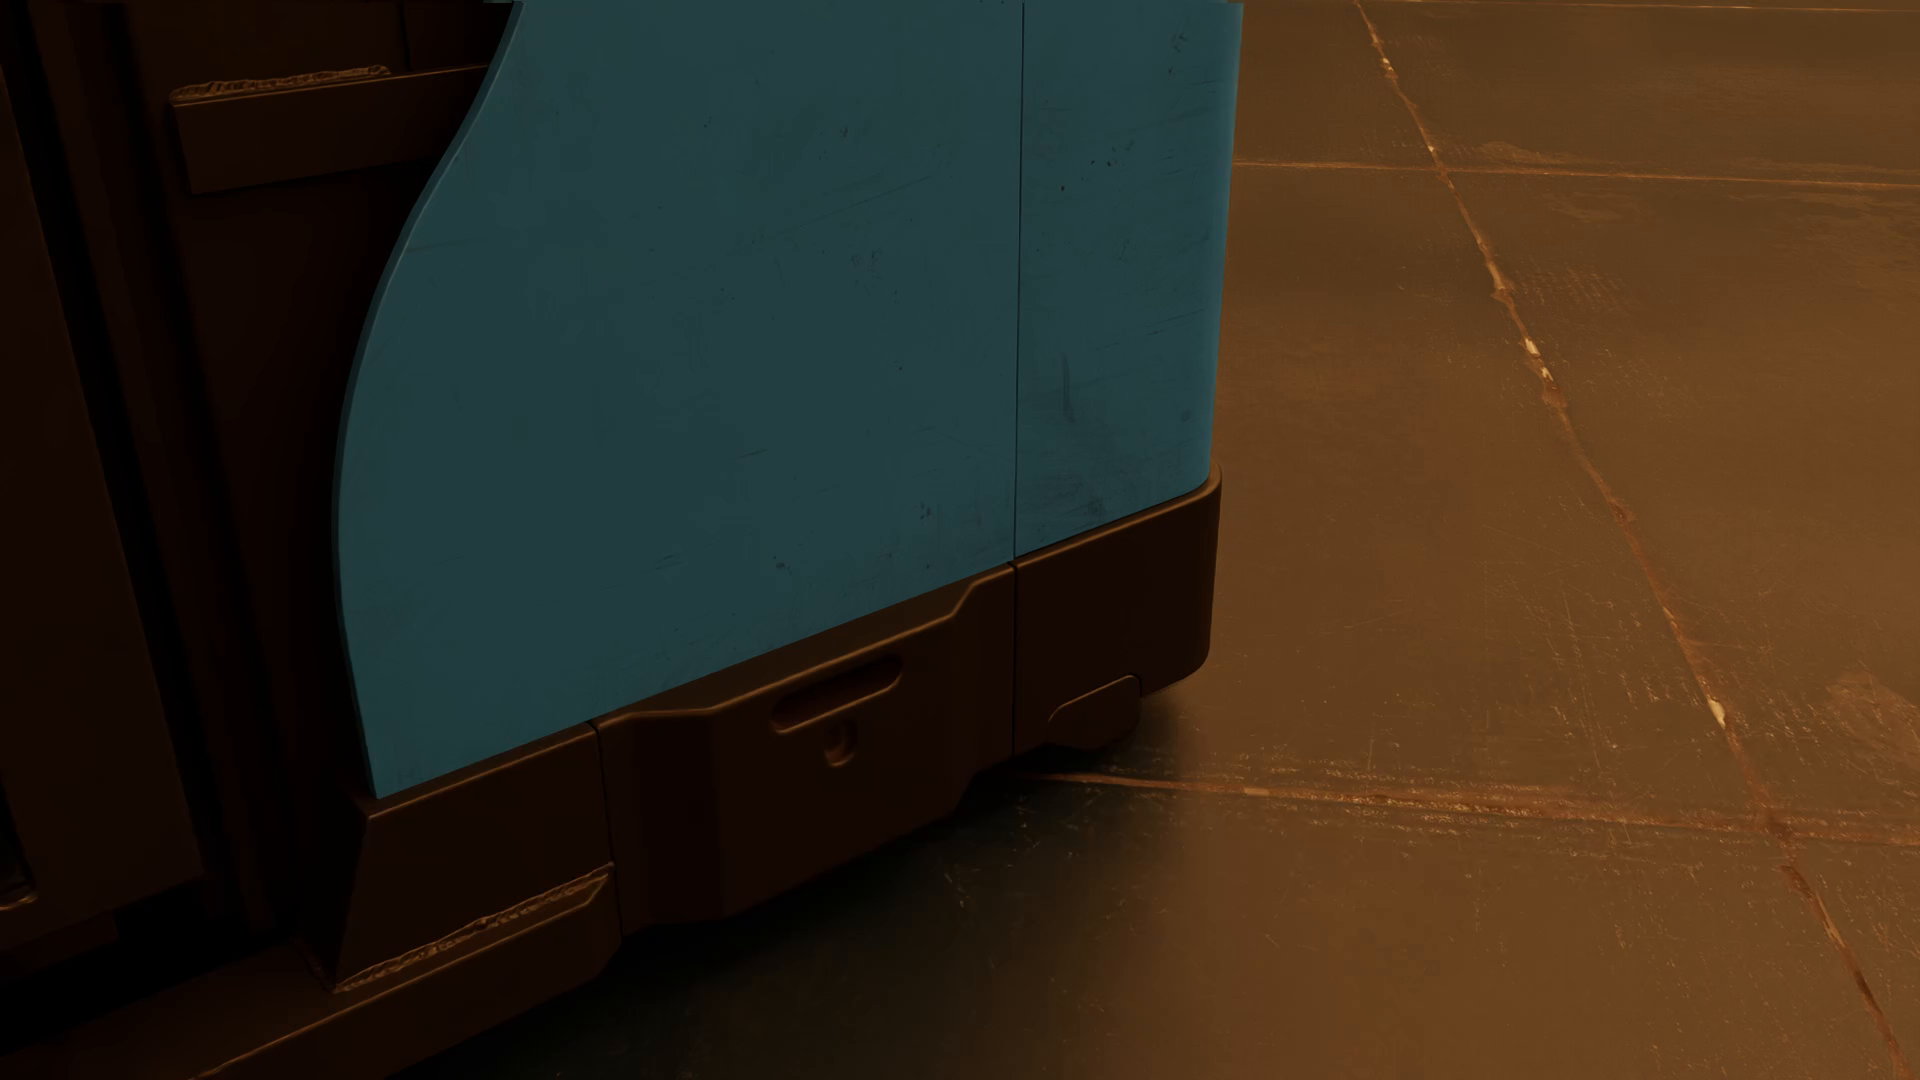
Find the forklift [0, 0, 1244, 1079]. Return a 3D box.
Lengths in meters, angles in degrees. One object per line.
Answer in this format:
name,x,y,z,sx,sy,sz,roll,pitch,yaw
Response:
forklift,-1.155,-0.868,0.957,3.031,2.935,1.130,-20,33,-34
